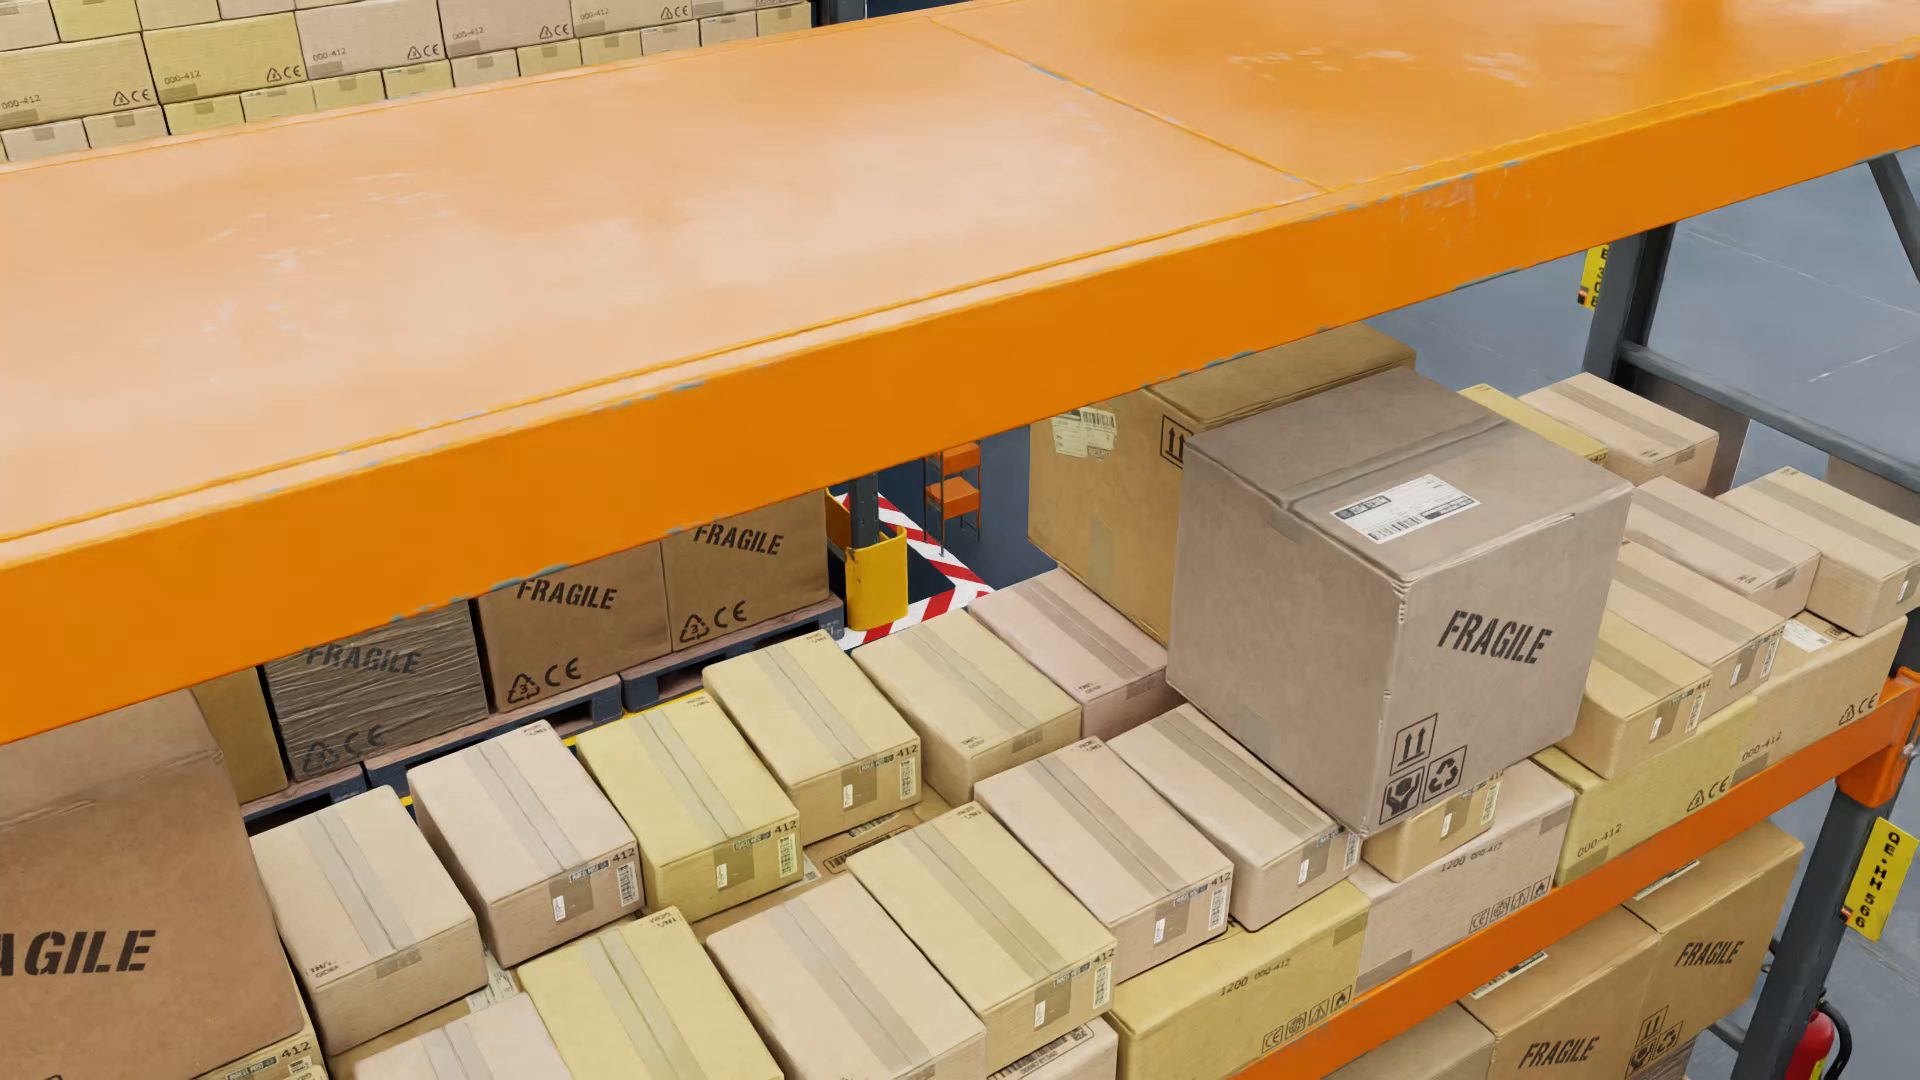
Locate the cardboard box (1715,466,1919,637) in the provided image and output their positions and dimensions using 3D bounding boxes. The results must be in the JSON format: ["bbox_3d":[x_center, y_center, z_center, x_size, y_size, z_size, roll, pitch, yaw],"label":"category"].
[{"bbox_3d":[1.809,0.016,3.490,0.250,0.149,0.380,-19,37,-27],"label":"cardboard box"}]

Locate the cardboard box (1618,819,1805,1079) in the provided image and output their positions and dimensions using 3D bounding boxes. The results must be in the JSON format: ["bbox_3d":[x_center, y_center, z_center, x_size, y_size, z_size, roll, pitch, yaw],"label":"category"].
[{"bbox_3d":[1.545,0.849,3.905,0.500,0.500,0.500,-19,37,-27],"label":"cardboard box"}]

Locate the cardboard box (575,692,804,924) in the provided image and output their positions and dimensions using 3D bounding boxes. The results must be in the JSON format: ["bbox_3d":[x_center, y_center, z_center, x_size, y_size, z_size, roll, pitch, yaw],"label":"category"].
[{"bbox_3d":[-0.459,0.448,2.805,0.250,0.149,0.380,-18,36,-26],"label":"cardboard box"}]

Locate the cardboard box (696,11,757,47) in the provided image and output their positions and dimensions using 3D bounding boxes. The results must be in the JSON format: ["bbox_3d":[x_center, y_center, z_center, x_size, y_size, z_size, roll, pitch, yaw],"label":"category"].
[{"bbox_3d":[-1.037,-2.145,6.898,0.250,0.149,0.380,-19,37,-27],"label":"cardboard box"}]

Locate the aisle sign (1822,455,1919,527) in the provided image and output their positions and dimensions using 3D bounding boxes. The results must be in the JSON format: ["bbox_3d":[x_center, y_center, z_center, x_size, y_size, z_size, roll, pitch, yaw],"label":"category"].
[{"bbox_3d":[2.088,0.187,3.827,0.004,0.787,0.394,-19,37,-27],"label":"aisle sign"}]

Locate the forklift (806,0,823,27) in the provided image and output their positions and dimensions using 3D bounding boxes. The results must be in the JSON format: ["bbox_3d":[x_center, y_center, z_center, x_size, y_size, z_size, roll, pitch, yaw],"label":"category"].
[{"bbox_3d":[-1.311,-2.779,11.030,1.130,2.935,3.031,-14,35,-20],"label":"forklift"}]

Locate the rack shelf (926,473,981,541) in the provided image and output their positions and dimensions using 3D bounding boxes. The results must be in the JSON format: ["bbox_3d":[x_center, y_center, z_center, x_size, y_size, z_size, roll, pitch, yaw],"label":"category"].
[{"bbox_3d":[-0.045,-0.185,9.221,0.240,0.259,0.215,-19,37,-27],"label":"rack shelf"}]

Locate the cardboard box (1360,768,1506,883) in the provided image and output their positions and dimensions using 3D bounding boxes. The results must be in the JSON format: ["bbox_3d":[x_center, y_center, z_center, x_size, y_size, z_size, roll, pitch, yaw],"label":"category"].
[{"bbox_3d":[0.711,0.389,2.899,0.250,0.149,0.380,-21,38,-30],"label":"cardboard box"}]

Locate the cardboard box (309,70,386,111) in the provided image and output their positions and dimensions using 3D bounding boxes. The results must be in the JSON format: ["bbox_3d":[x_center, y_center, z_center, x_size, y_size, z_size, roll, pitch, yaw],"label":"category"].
[{"bbox_3d":[-2.323,-1.702,6.195,0.250,0.149,0.380,-18,37,-27],"label":"cardboard box"}]

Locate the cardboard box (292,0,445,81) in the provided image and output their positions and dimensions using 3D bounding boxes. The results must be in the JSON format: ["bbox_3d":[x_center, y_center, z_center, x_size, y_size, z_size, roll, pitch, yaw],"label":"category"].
[{"bbox_3d":[-2.257,-1.933,6.188,0.500,0.250,0.500,-19,37,-27],"label":"cardboard box"}]

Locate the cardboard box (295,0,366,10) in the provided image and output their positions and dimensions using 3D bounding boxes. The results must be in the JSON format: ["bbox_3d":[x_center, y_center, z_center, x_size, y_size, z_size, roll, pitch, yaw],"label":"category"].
[{"bbox_3d":[-2.323,-2.039,5.982,0.250,0.149,0.380,-19,37,-27],"label":"cardboard box"}]

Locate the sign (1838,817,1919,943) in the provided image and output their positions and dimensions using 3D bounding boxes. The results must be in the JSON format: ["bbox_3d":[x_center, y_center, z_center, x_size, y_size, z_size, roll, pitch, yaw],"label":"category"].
[{"bbox_3d":[2.157,0.801,3.909,0.005,0.325,0.100,-19,37,-27],"label":"sign"}]

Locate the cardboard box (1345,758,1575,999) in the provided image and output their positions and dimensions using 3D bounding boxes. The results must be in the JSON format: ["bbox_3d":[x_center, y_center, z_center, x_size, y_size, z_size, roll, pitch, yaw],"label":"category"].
[{"bbox_3d":[0.752,0.508,3.084,0.500,0.250,0.500,-18,36,-26],"label":"cardboard box"}]

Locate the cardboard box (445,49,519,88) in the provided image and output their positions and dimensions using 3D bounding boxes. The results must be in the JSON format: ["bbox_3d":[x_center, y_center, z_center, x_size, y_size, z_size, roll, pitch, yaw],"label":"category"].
[{"bbox_3d":[-1.893,-1.851,6.431,0.250,0.149,0.380,-19,37,-27],"label":"cardboard box"}]

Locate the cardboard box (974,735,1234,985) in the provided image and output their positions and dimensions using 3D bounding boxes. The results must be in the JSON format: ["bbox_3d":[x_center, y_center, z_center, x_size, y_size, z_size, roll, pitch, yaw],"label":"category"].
[{"bbox_3d":[0.225,0.513,2.702,0.250,0.149,0.380,-18,36,-26],"label":"cardboard box"}]

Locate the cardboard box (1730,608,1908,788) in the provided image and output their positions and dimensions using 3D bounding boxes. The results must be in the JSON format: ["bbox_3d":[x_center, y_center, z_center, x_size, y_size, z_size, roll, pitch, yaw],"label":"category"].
[{"bbox_3d":[1.605,0.218,3.544,0.500,0.250,0.500,-18,36,-26],"label":"cardboard box"}]

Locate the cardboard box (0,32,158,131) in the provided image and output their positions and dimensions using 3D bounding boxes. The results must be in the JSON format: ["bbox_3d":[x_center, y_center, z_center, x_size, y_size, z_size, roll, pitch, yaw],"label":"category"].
[{"bbox_3d":[-3.105,-1.641,5.724,0.500,0.250,0.500,-19,37,-28],"label":"cardboard box"}]

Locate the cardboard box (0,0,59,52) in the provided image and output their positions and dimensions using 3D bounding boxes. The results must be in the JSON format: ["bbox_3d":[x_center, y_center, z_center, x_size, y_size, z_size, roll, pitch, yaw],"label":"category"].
[{"bbox_3d":[-3.175,-1.747,5.519,0.250,0.149,0.380,-19,37,-28],"label":"cardboard box"}]

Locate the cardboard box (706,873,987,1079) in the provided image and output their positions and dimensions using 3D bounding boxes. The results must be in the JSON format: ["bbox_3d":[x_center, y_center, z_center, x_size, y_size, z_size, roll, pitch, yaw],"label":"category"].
[{"bbox_3d":[-0.168,0.692,2.418,0.250,0.149,0.380,-20,37,-28],"label":"cardboard box"}]

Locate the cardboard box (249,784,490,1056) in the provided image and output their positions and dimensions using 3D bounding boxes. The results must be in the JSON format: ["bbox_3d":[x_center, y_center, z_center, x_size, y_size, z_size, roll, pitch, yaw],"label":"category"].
[{"bbox_3d":[-0.934,0.581,2.594,0.250,0.149,0.380,-21,38,-30],"label":"cardboard box"}]

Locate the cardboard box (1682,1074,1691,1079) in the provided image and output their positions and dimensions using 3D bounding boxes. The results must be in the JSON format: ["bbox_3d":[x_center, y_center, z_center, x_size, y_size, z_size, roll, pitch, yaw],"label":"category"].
[{"bbox_3d":[1.745,1.451,4.495,0.250,0.149,0.380,-19,37,-27],"label":"cardboard box"}]

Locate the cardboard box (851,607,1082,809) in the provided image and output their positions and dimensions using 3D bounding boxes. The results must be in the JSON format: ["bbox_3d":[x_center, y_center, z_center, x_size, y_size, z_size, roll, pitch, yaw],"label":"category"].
[{"bbox_3d":[0.007,0.307,3.029,0.250,0.149,0.380,-20,38,-29],"label":"cardboard box"}]

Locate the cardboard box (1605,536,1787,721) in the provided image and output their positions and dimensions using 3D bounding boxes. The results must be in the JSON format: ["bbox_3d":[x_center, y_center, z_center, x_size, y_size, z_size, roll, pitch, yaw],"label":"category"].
[{"bbox_3d":[1.356,0.167,3.251,0.250,0.149,0.380,-21,38,-29],"label":"cardboard box"}]

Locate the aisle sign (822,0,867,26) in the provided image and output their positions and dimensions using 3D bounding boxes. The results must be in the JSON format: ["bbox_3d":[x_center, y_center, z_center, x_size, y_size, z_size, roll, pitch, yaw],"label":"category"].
[{"bbox_3d":[-0.507,-2.069,7.403,0.004,0.787,0.394,-19,37,-27],"label":"aisle sign"}]

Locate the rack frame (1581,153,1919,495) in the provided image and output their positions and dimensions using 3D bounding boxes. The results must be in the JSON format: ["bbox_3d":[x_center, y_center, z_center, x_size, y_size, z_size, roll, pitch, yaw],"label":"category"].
[{"bbox_3d":[1.873,-1.367,3.105,0.127,3.000,1.000,-19,37,-27],"label":"rack frame"}]

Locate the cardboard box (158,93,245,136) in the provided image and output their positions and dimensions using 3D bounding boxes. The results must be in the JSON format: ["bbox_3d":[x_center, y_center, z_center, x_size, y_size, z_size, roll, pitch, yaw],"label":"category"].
[{"bbox_3d":[-2.747,-1.557,5.966,0.250,0.149,0.380,-20,37,-28],"label":"cardboard box"}]

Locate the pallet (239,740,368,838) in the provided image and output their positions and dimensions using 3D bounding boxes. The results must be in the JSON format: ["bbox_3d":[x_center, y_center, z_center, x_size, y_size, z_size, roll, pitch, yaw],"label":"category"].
[{"bbox_3d":[-3.410,1.067,7.482,1.213,0.211,1.003,-19,37,-27],"label":"pallet"}]

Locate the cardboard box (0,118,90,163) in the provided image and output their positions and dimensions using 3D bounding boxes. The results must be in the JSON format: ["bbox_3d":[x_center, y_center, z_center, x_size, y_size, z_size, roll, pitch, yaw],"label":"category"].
[{"bbox_3d":[-3.174,-1.410,5.731,0.250,0.149,0.380,-19,37,-27],"label":"cardboard box"}]

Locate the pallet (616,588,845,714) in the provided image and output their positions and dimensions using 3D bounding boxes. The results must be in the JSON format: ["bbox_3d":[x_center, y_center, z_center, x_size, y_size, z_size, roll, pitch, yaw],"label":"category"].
[{"bbox_3d":[-1.359,0.362,8.600,1.213,0.211,1.003,-19,37,-27],"label":"pallet"}]

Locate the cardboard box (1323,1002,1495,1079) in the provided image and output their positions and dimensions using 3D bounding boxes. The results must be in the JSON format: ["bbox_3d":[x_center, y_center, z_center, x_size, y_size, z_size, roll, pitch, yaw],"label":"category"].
[{"bbox_3d":[0.706,1.139,3.444,0.500,0.500,0.500,-19,37,-27],"label":"cardboard box"}]

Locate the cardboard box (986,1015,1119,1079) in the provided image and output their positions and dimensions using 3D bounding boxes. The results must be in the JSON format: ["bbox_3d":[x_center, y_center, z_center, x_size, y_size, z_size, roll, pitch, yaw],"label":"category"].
[{"bbox_3d":[-0.107,0.812,2.603,0.500,0.250,0.500,-21,38,-29],"label":"cardboard box"}]

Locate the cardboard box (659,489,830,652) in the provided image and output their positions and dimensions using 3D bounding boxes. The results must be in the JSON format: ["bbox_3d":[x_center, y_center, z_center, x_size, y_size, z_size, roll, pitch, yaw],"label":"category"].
[{"bbox_3d":[-1.263,-0.137,8.375,0.875,0.875,0.875,-19,37,-27],"label":"cardboard box"}]

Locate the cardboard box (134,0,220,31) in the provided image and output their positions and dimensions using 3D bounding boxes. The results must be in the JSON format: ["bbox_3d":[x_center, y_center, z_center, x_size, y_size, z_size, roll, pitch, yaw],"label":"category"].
[{"bbox_3d":[-2.745,-1.895,5.754,0.250,0.149,0.380,-19,37,-27],"label":"cardboard box"}]

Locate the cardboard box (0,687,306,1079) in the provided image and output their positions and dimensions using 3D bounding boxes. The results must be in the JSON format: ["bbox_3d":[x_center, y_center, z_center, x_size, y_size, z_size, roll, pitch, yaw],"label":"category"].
[{"bbox_3d":[-1.249,0.434,2.220,0.500,0.500,0.500,-20,37,-29],"label":"cardboard box"}]

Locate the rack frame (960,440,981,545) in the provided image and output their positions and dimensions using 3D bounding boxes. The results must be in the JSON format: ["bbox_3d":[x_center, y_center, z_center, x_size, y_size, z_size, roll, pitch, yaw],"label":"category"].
[{"bbox_3d":[0.058,-0.464,9.123,0.008,1.050,0.200,-19,37,-27],"label":"rack frame"}]

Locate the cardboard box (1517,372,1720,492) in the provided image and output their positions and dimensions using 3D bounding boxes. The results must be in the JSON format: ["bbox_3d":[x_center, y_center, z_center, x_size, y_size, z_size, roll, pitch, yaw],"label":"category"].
[{"bbox_3d":[1.516,-0.228,3.877,0.250,0.149,0.380,-19,37,-28],"label":"cardboard box"}]

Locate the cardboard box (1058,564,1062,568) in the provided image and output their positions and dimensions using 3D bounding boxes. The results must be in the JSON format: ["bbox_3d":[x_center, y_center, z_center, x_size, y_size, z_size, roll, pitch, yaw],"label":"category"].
[{"bbox_3d":[0.405,0.133,3.305,0.250,0.149,0.380,-21,38,-29],"label":"cardboard box"}]

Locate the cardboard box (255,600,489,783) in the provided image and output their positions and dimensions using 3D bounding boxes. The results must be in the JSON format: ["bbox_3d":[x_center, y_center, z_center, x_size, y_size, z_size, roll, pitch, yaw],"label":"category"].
[{"bbox_3d":[-2.769,0.381,7.554,0.875,0.875,0.875,-19,37,-27],"label":"cardboard box"}]

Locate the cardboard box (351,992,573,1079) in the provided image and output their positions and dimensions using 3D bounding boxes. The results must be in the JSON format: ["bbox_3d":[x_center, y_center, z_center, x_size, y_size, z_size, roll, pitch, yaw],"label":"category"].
[{"bbox_3d":[-0.622,0.820,2.216,0.250,0.149,0.380,-19,37,-27],"label":"cardboard box"}]

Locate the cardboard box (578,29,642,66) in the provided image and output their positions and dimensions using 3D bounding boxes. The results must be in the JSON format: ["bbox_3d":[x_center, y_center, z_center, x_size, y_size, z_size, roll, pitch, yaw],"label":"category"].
[{"bbox_3d":[-1.466,-1.998,6.664,0.250,0.149,0.380,-19,37,-27],"label":"cardboard box"}]

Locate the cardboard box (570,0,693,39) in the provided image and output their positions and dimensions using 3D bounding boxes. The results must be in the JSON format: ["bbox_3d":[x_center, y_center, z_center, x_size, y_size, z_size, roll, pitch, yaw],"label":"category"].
[{"bbox_3d":[-1.410,-2.223,6.648,0.500,0.250,0.500,-19,37,-27],"label":"cardboard box"}]

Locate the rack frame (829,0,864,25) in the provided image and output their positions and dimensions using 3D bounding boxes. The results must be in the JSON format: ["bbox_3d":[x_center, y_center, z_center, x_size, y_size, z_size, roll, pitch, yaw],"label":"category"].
[{"bbox_3d":[-0.729,-3.621,6.677,0.127,3.000,1.000,-19,37,-27],"label":"rack frame"}]

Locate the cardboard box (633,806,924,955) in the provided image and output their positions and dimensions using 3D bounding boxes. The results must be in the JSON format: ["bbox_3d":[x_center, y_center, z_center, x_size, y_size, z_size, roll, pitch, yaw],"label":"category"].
[{"bbox_3d":[-0.377,0.576,2.976,0.500,0.250,0.500,-19,37,-28],"label":"cardboard box"}]

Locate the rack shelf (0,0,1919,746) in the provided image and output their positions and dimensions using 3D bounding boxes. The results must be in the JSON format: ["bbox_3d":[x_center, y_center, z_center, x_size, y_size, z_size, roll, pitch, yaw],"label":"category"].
[{"bbox_3d":[0.192,-0.484,2.381,4.000,0.370,1.077,-19,37,-27],"label":"rack shelf"}]

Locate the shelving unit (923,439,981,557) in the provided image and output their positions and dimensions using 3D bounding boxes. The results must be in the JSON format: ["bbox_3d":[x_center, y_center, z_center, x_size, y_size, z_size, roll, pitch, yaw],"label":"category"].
[{"bbox_3d":[-0.045,-0.429,9.067,0.252,1.050,0.215,-19,37,-27],"label":"shelving unit"}]
